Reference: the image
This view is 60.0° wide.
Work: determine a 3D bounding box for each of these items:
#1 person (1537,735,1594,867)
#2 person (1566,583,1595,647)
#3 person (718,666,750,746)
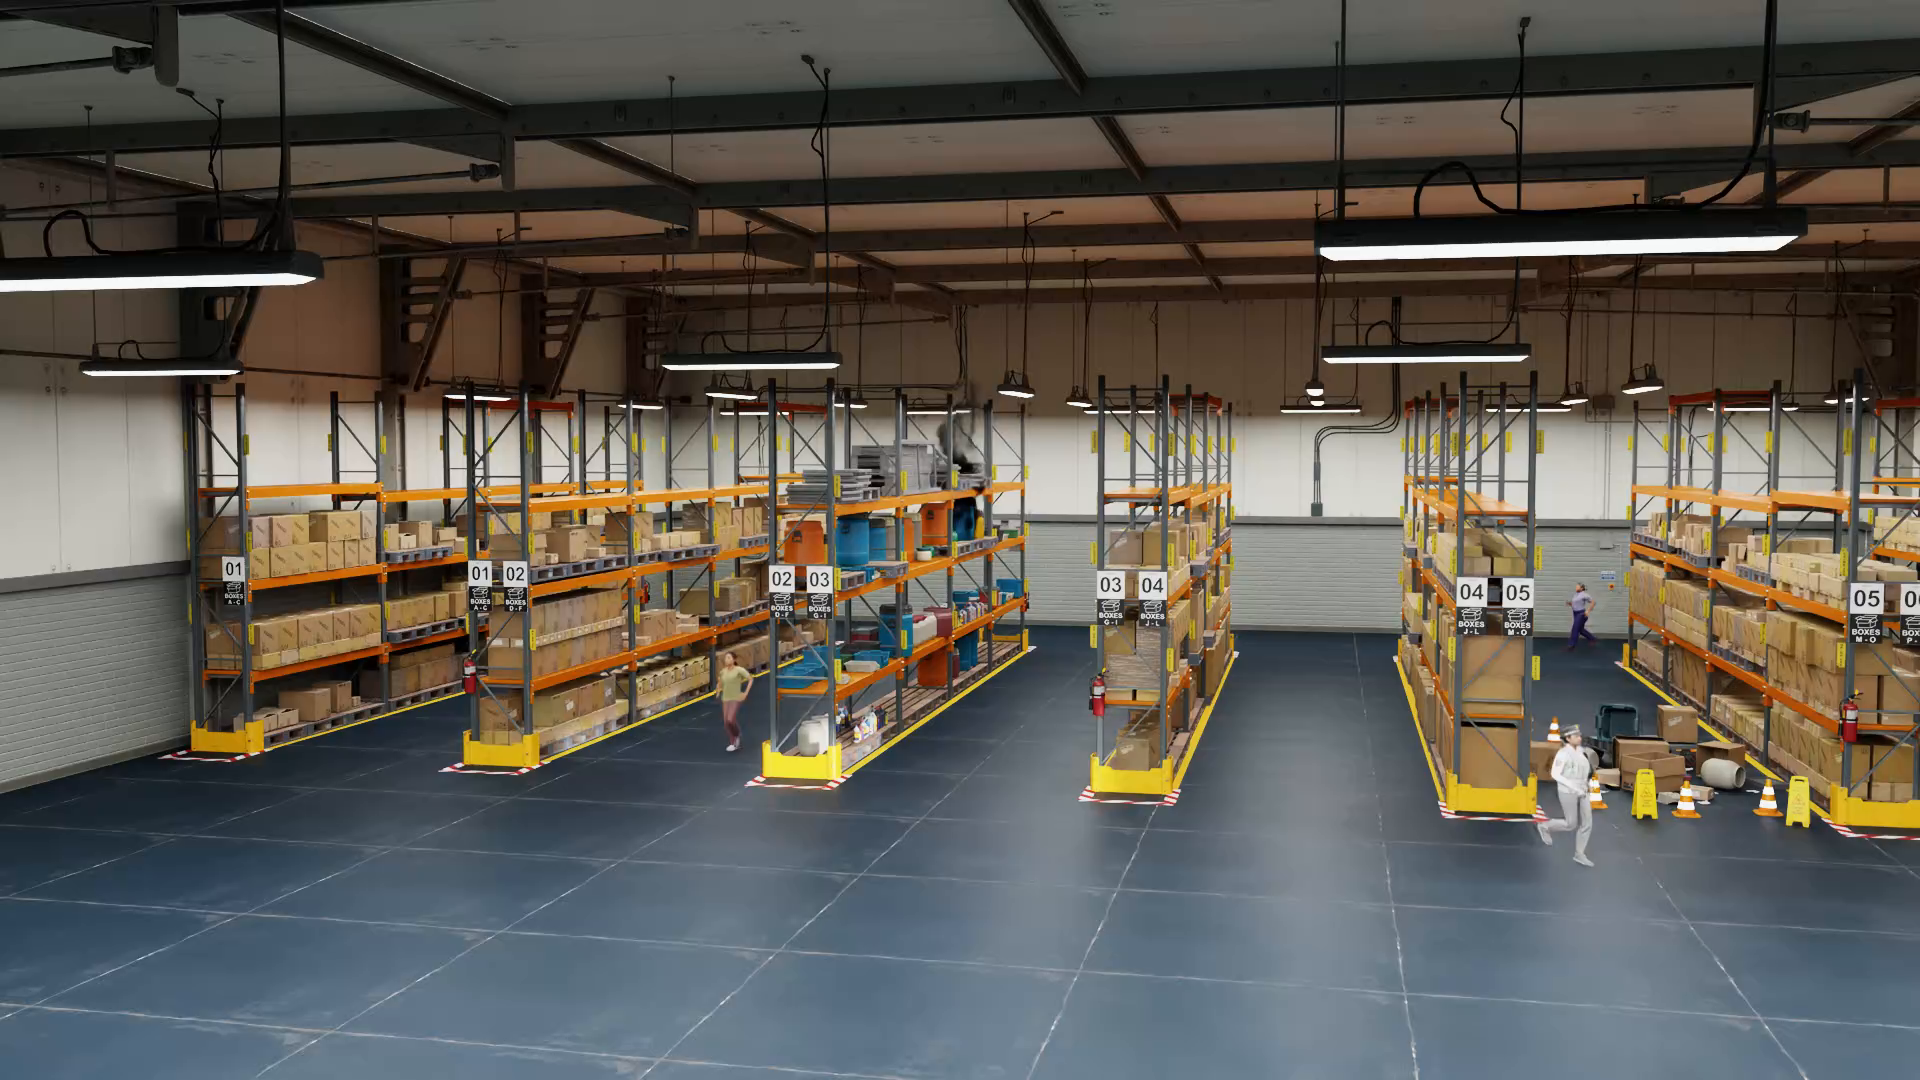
[{"bbox_3d":[7.341,3.059,20.021,0.617,1.637,0.751,-2,4,-32],"label":"person"},{"bbox_3d":[15.038,1.814,40.257,0.745,1.563,0.607,0,3,-5],"label":"person"},{"bbox_3d":[-3.751,2.727,27.153,0.545,1.329,0.532,1,4,22],"label":"person"}]
